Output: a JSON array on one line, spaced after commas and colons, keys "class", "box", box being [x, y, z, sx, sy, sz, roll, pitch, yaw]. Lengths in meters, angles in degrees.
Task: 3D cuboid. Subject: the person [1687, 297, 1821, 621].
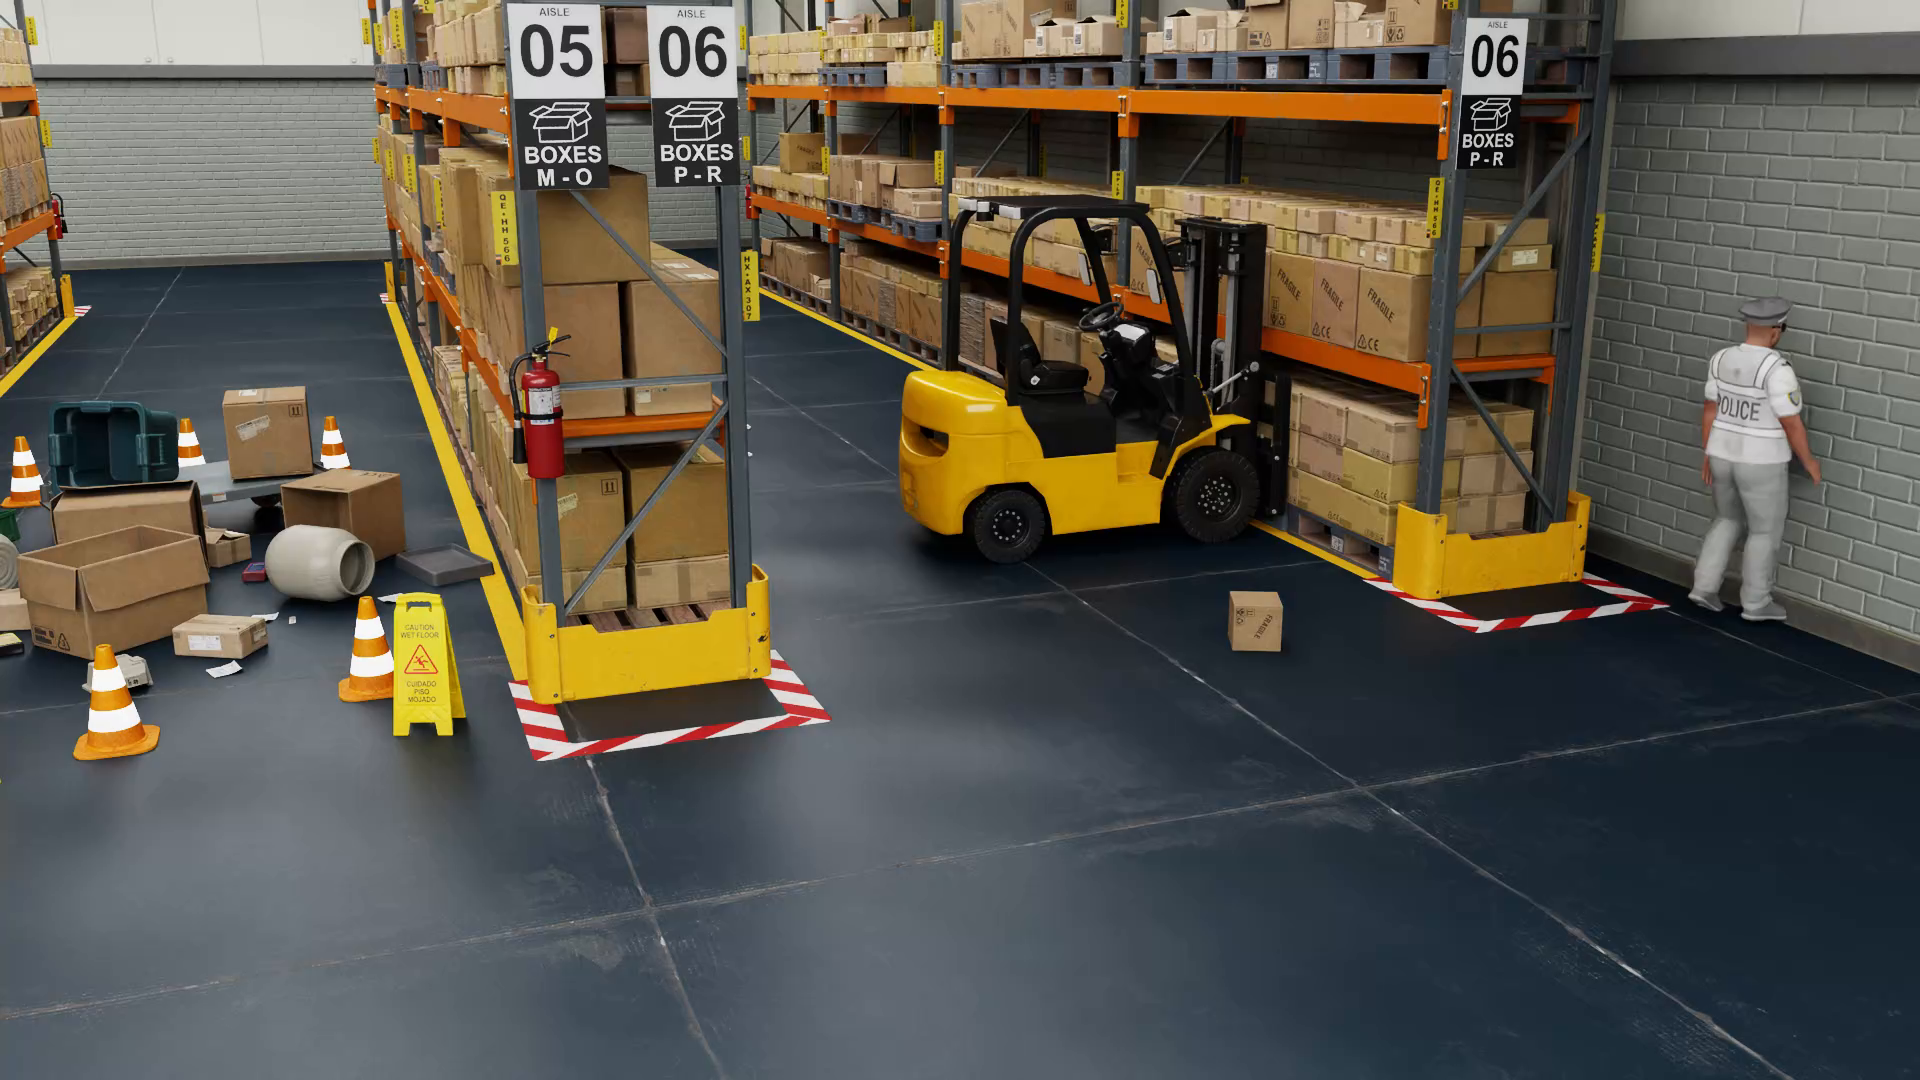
[{"class": "person", "box": [4.324, -0.400, 8.992, 0.522, 1.829, 0.558, -6, 16, -19]}]
